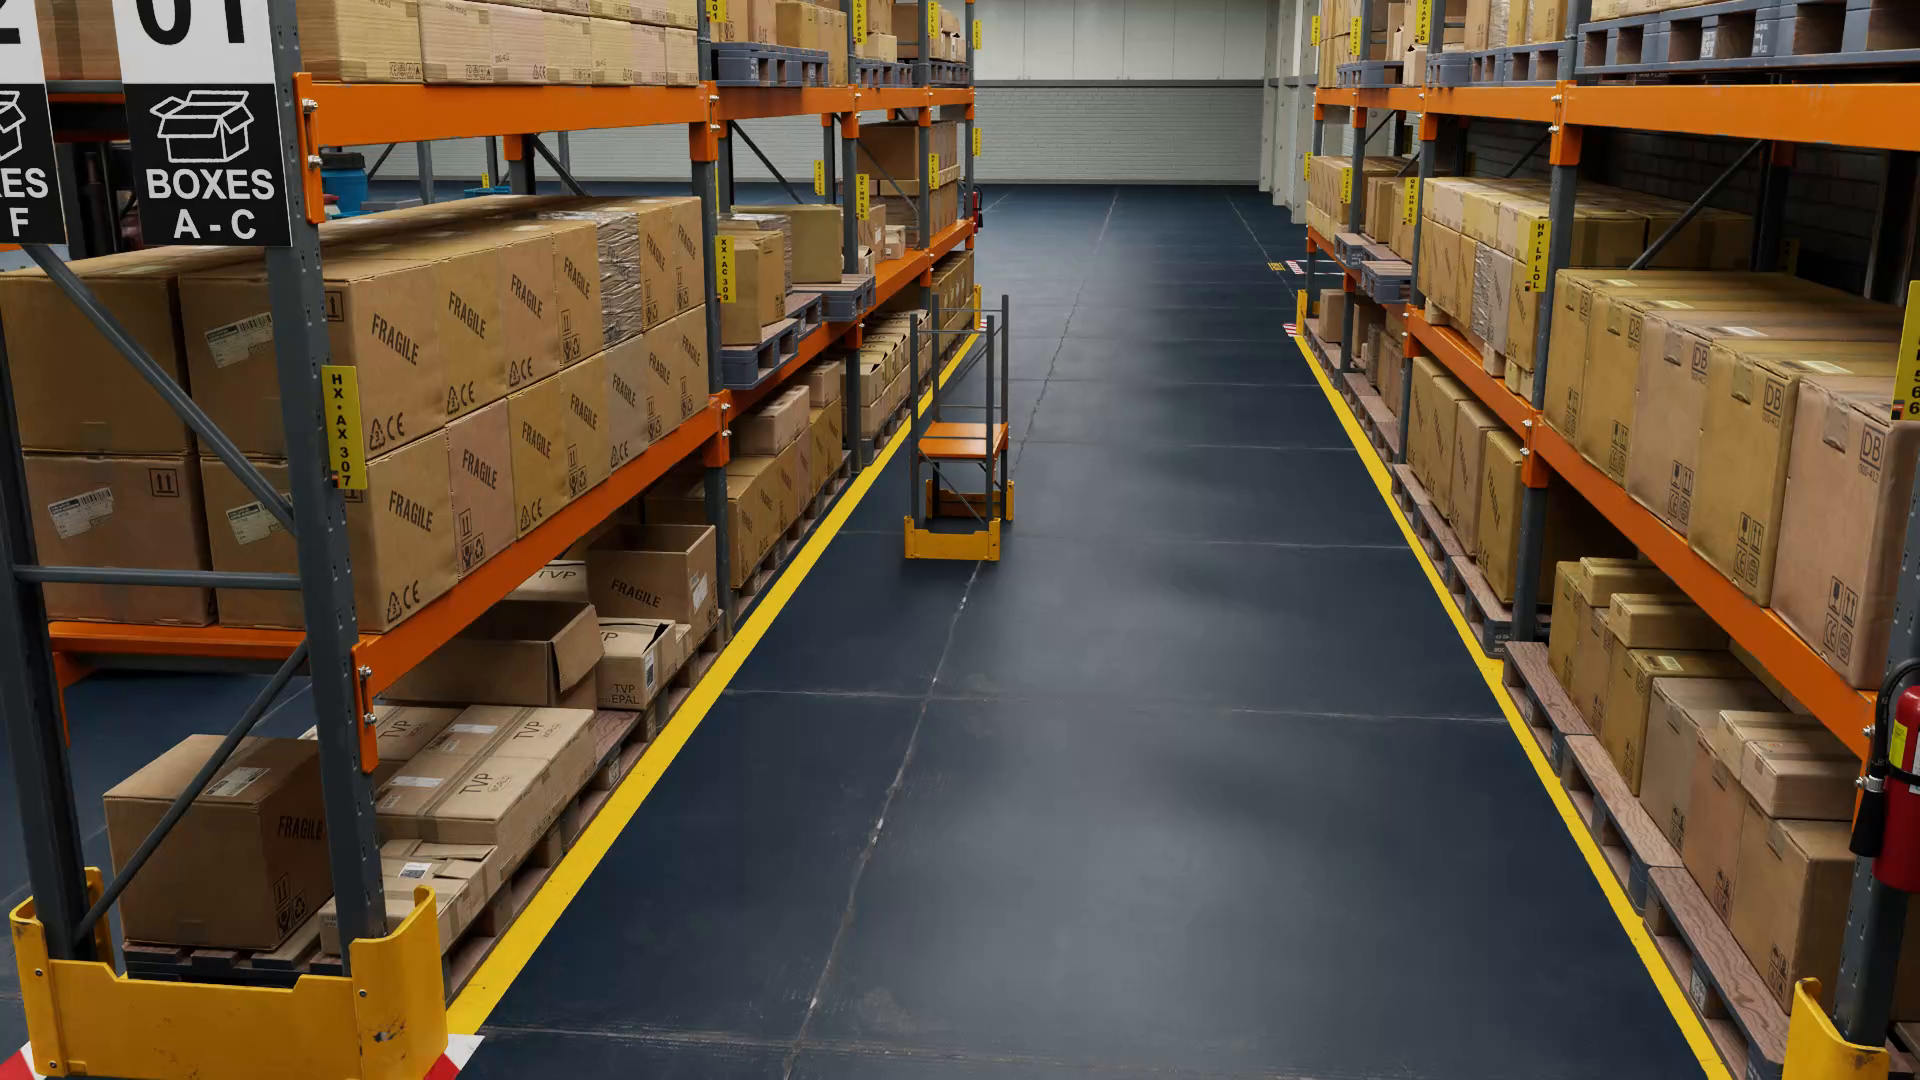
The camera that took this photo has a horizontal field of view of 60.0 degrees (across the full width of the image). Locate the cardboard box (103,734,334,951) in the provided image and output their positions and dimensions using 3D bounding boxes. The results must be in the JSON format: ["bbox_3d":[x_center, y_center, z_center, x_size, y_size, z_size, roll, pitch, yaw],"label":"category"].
[{"bbox_3d":[-2.331,0.956,5.325,0.500,0.500,0.500,2,15,6],"label":"cardboard box"}]

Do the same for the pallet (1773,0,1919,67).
[{"bbox_3d":[2.848,-1.343,4.304,1.003,0.211,1.213,2,15,6],"label":"pallet"}]

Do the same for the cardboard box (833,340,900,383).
[{"bbox_3d":[-0.784,-1.507,13.876,0.500,0.311,0.500,1,15,5],"label":"cardboard box"}]

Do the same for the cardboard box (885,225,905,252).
[{"bbox_3d":[-0.806,-2.801,15.560,0.500,0.250,0.500,3,15,10],"label":"cardboard box"}]

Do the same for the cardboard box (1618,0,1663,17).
[{"bbox_3d":[2.814,-2.106,6.247,0.500,0.250,0.500,1,15,5],"label":"cardboard box"}]

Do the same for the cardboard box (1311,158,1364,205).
[{"bbox_3d":[4.162,-3.951,18.339,0.500,0.500,0.500,2,15,6],"label":"cardboard box"}]

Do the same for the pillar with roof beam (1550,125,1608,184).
[{"bbox_3d":[0.406,-5.154,12.484,9.100,9.000,0.400,2,15,6],"label":"pillar with roof beam"}]

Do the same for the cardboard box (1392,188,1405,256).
[{"bbox_3d":[3.839,-2.526,13.224,0.700,0.500,0.500,2,15,6],"label":"cardboard box"}]

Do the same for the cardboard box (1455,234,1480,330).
[{"bbox_3d":[3.192,-1.503,9.675,0.500,0.500,0.500,2,15,8],"label":"cardboard box"}]

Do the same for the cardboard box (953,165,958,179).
[{"bbox_3d":[-0.225,-4.228,19.118,0.380,0.149,0.250,2,15,8],"label":"cardboard box"}]

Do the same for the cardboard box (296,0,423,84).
[{"bbox_3d":[-1.837,-1.391,4.601,0.500,0.250,0.500,2,15,6],"label":"cardboard box"}]

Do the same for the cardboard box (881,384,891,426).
[{"bbox_3d":[-0.839,-1.098,13.438,0.500,0.250,0.500,1,15,5],"label":"cardboard box"}]

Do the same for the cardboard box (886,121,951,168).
[{"bbox_3d":[-0.468,-4.443,18.670,0.700,0.500,0.500,1,15,5],"label":"cardboard box"}]

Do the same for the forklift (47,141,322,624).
[{"bbox_3d":[-4.112,-1.120,9.189,1.130,2.935,3.031,-1,15,-4],"label":"forklift"}]

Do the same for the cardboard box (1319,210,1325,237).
[{"bbox_3d":[4.042,-3.317,17.430,0.500,0.250,0.500,2,15,7],"label":"cardboard box"}]

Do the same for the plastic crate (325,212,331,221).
[{"bbox_3d":[-5.680,-2.552,14.232,0.402,0.464,0.583,2,15,6],"label":"plastic crate"}]

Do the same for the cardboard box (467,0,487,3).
[{"bbox_3d":[-1.768,-1.762,5.014,0.500,0.250,0.500,2,15,6],"label":"cardboard box"}]

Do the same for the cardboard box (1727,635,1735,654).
[{"bbox_3d":[3.137,0.338,6.406,0.380,0.149,0.250,2,15,7],"label":"cardboard box"}]

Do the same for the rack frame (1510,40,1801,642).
[{"bbox_3d":[3.226,-0.782,7.808,1.000,3.000,0.127,2,15,6],"label":"rack frame"}]

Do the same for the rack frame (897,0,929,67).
[{"bbox_3d":[-0.794,-5.898,15.235,1.000,3.000,0.127,2,15,6],"label":"rack frame"}]

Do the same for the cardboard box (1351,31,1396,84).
[{"bbox_3d":[3.940,-4.502,15.588,0.500,0.500,0.500,2,15,8],"label":"cardboard box"}]

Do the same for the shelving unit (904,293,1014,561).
[{"bbox_3d":[0.009,-0.744,10.539,0.587,1.500,1.083,2,15,6],"label":"shelving unit"}]

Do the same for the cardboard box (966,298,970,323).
[{"bbox_3d":[-0.154,-2.637,19.131,0.500,0.250,0.500,2,15,6],"label":"cardboard box"}]

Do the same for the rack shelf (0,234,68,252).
[{"bbox_3d":[-10.411,-3.466,19.113,1.077,0.370,4.000,2,15,6],"label":"rack shelf"}]

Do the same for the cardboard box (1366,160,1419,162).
[{"bbox_3d":[4.617,-3.801,17.784,0.500,0.500,0.500,1,15,5],"label":"cardboard box"}]

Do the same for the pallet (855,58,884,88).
[{"bbox_3d":[-1.258,-3.500,12.475,1.213,0.211,1.003,2,15,9],"label":"pallet"}]

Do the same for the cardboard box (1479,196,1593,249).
[{"bbox_3d":[3.149,-1.739,9.111,0.500,0.250,0.500,2,15,7],"label":"cardboard box"}]

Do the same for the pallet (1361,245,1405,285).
[{"bbox_3d":[3.860,-2.242,13.573,1.003,0.211,1.213,2,15,6],"label":"pallet"}]

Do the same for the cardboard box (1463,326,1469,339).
[{"bbox_3d":[3.292,-1.295,10.148,0.380,0.149,0.250,2,15,7],"label":"cardboard box"}]

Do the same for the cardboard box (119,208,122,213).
[{"bbox_3d":[-10.131,-3.872,19.715,0.380,0.149,0.250,2,15,6],"label":"cardboard box"}]

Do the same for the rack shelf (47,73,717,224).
[{"bbox_3d":[-1.922,-1.509,6.128,1.077,0.370,4.000,2,15,6],"label":"rack shelf"}]

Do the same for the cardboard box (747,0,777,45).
[{"bbox_3d":[-1.419,-3.149,9.627,0.600,0.600,0.600,1,15,4],"label":"cardboard box"}]

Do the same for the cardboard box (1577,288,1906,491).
[{"bbox_3d":[3.060,-0.598,6.551,0.980,0.700,0.700,1,15,5],"label":"cardboard box"}]

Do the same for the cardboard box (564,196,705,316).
[{"bbox_3d":[-1.497,-1.319,7.688,0.500,0.500,0.500,2,15,7],"label":"cardboard box"}]

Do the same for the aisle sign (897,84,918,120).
[{"bbox_3d":[-0.640,-5.320,19.611,0.394,0.787,0.004,2,15,6],"label":"aisle sign"}]

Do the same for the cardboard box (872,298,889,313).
[{"bbox_3d":[-0.891,-2.495,17.171,0.500,0.500,0.500,2,15,6],"label":"cardboard box"}]

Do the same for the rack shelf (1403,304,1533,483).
[{"bbox_3d":[3.451,-0.954,9.821,1.077,0.370,4.000,2,15,6],"label":"rack shelf"}]

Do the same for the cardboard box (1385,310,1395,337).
[{"bbox_3d":[4.016,-1.919,14.522,0.500,0.250,0.500,1,15,5],"label":"cardboard box"}]

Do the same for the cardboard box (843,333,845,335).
[{"bbox_3d":[-1.207,-1.784,14.903,0.500,0.311,0.500,1,15,4],"label":"cardboard box"}]

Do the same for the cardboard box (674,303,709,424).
[{"bbox_3d":[-1.498,-0.838,7.824,0.500,0.500,0.500,2,15,7],"label":"cardboard box"}]

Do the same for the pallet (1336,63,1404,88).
[{"bbox_3d":[3.953,-4.057,14.534,1.213,0.211,1.003,2,15,6],"label":"pallet"}]

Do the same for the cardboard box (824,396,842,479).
[{"bbox_3d":[-1.118,-0.721,11.527,0.500,0.500,0.500,2,15,8],"label":"cardboard box"}]

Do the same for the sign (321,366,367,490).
[{"bbox_3d":[-1.609,-0.292,4.336,0.100,0.325,0.005,2,15,6],"label":"sign"}]

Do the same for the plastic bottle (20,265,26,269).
[{"bbox_3d":[-6.649,-1.799,11.792,0.061,0.283,0.133,2,15,6],"label":"plastic bottle"}]

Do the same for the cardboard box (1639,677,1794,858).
[{"bbox_3d":[2.866,0.814,5.888,0.700,0.500,0.500,1,15,4],"label":"cardboard box"}]

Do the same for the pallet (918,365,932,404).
[{"bbox_3d":[-0.838,-1.464,15.671,1.003,0.211,1.213,2,15,6],"label":"pallet"}]

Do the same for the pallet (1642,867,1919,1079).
[{"bbox_3d":[2.787,1.392,5.111,1.003,0.211,1.213,2,15,6],"label":"pallet"}]

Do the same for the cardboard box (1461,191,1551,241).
[{"bbox_3d":[3.206,-1.871,9.599,0.500,0.250,0.500,1,15,5],"label":"cardboard box"}]

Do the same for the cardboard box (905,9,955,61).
[{"bbox_3d":[-0.483,-5.194,17.105,0.797,0.503,0.637,3,16,12],"label":"cardboard box"}]

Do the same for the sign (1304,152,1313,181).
[{"bbox_3d":[4.041,-4.328,19.264,0.100,0.325,0.005,2,15,6],"label":"sign"}]

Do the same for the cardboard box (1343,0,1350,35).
[{"bbox_3d":[3.967,-5.127,15.984,0.500,0.500,0.500,3,15,9],"label":"cardboard box"}]

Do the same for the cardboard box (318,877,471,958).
[{"bbox_3d":[-1.759,1.176,5.187,0.380,0.149,0.250,2,15,6],"label":"cardboard box"}]

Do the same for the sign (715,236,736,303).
[{"bbox_3d":[-1.157,-1.331,8.180,0.100,0.325,0.005,2,15,6],"label":"sign"}]
